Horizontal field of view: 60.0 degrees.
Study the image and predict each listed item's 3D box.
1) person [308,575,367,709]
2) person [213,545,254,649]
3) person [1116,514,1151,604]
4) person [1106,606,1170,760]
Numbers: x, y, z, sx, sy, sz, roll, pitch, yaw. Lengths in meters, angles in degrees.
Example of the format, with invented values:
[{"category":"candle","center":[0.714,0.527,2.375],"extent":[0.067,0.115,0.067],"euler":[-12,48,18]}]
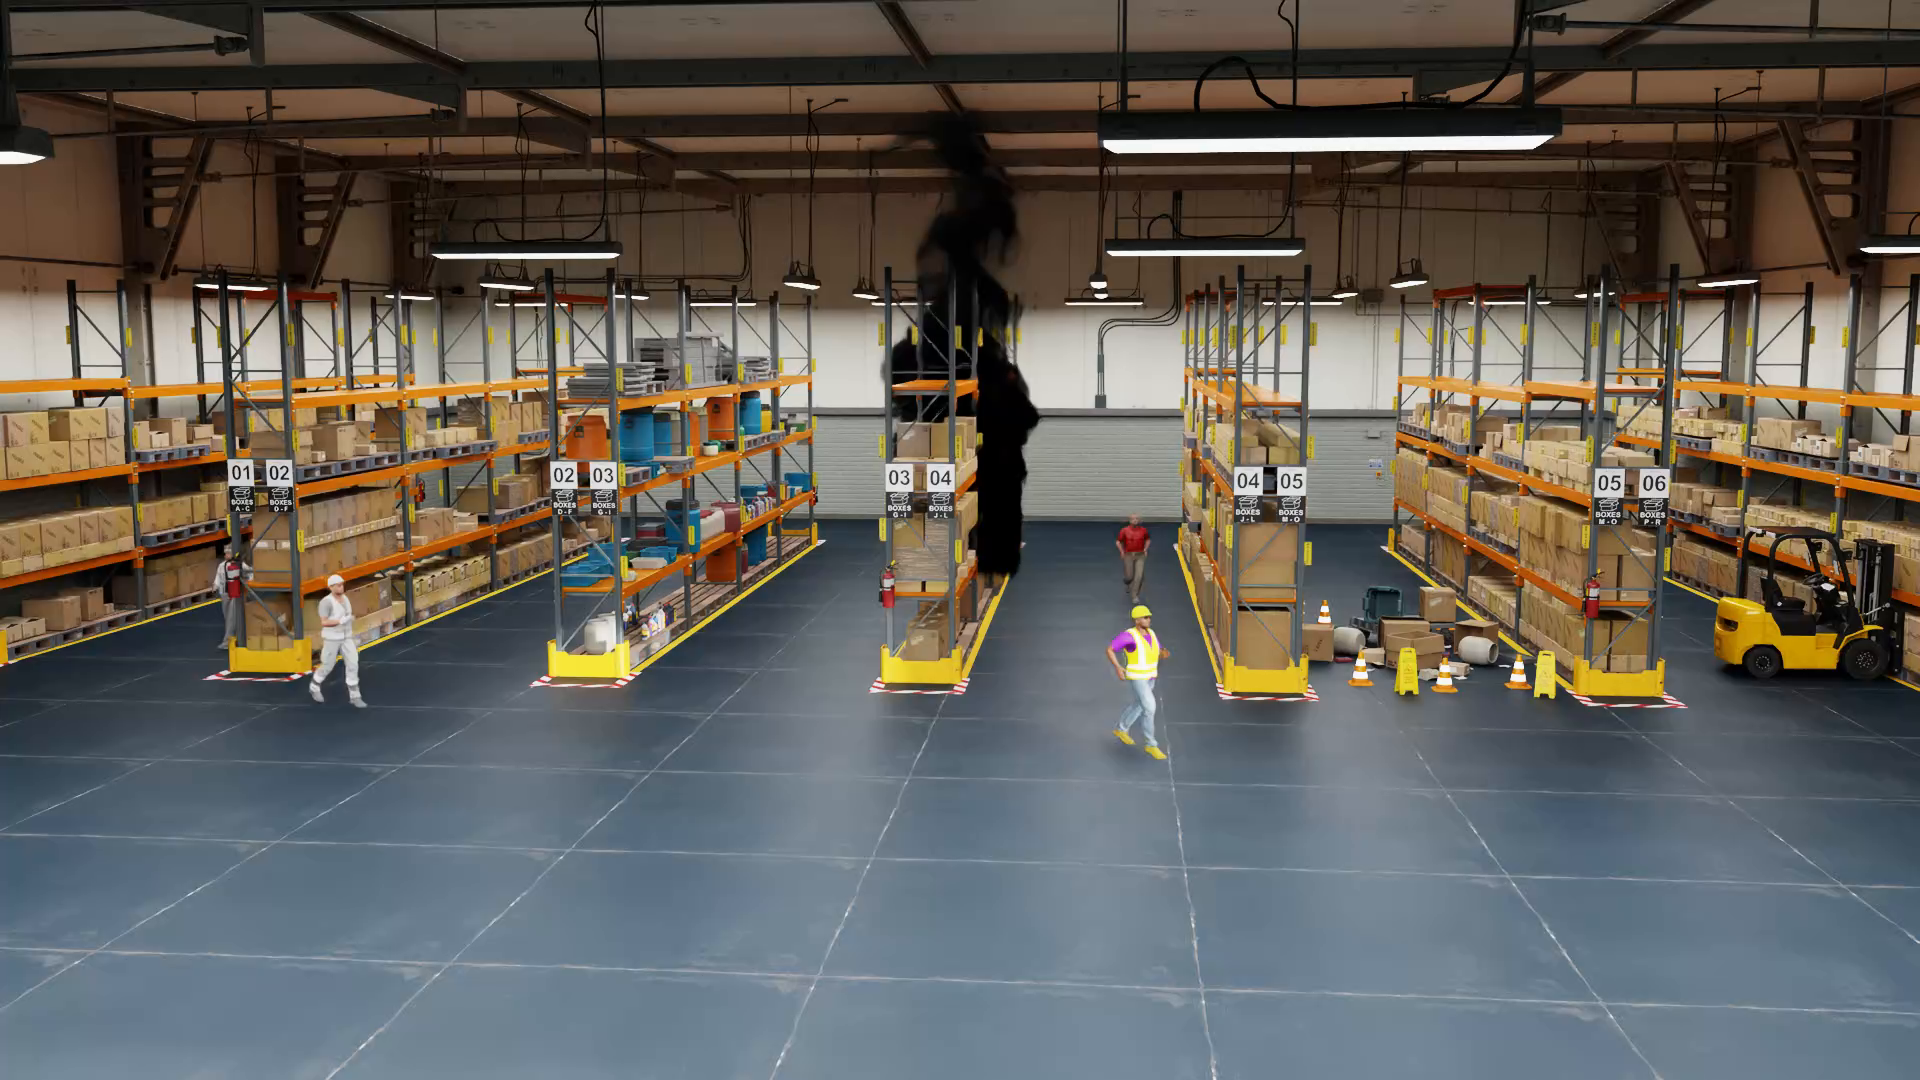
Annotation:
[{"category":"person","center":[-8.441,1.357,22.495],"extent":[0.964,1.801,0.659],"euler":[3,8,26]},{"category":"person","center":[-11.817,0.902,27.010],"extent":[0.630,1.644,0.949],"euler":[1,7,5]},{"category":"person","center":[3.312,0.335,31.670],"extent":[0.670,1.691,0.655],"euler":[0,7,-4]},{"category":"person","center":[2.181,1.684,20.030],"extent":[0.876,1.802,0.685],"euler":[6,9,41]}]
